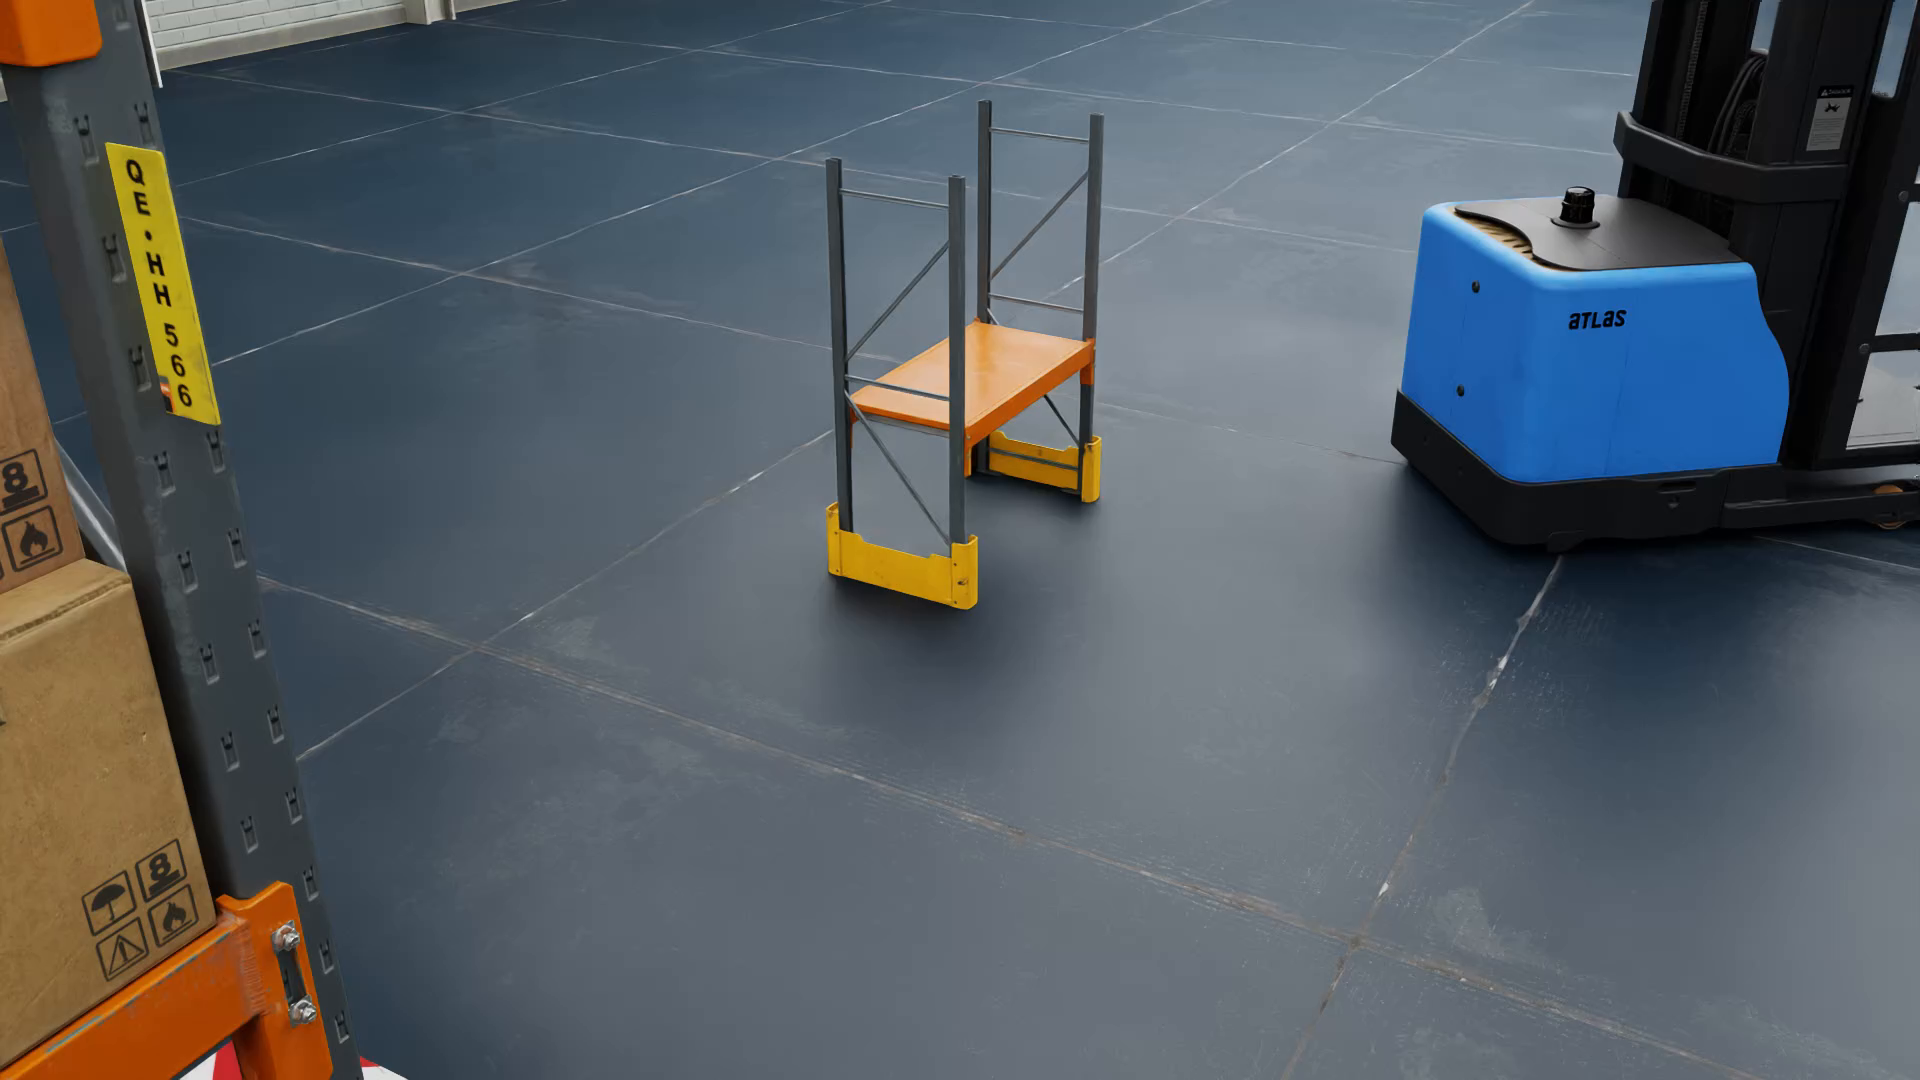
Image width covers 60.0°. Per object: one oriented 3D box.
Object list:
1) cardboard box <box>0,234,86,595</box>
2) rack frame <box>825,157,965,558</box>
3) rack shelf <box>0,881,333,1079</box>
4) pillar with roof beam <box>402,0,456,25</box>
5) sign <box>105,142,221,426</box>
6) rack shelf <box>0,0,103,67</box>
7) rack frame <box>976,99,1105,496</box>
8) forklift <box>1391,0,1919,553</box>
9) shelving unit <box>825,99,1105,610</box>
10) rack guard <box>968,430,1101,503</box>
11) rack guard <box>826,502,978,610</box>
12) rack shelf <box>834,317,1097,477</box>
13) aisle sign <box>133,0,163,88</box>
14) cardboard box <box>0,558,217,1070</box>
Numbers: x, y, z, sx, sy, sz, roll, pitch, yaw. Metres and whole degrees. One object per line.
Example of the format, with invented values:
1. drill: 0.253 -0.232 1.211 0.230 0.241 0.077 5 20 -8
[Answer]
1. cardboard box: -1.604 -0.207 1.938 0.875 0.550 0.550 14 30 26
2. rack frame: -0.208 -0.506 5.585 0.500 1.500 0.032 14 30 26
3. rack shelf: -2.372 1.308 1.089 1.077 0.370 4.000 14 30 26
4. pillar with roof beam: -1.547 -8.274 12.725 9.100 9.000 0.400 14 30 26
5. sign: -0.922 -0.292 1.924 0.100 0.325 0.005 14 30 26
6. rack shelf: -2.372 -0.033 0.418 1.077 0.370 4.000 14 30 26
7. rack frame: 0.292 -0.902 6.376 0.500 1.500 0.032 14 30 26
8. forklift: 3.353 -1.578 6.128 3.031 2.935 1.130 -5 27 -10
9. shelving unit: 0.037 -0.700 5.974 0.587 1.500 1.083 14 30 26
10. rack guard: 0.282 -0.336 6.641 0.587 0.250 0.087 14 30 26
11. rack guard: -0.207 0.053 5.866 0.587 0.250 0.087 14 30 26
12. rack shelf: 0.042 -0.543 6.061 0.538 0.185 1.000 14 30 26
13. aisle sign: -1.092 -0.917 1.827 0.394 0.787 0.004 14 30 26
14. cardboard box: -1.531 0.295 2.143 0.875 0.550 0.550 14 30 26
